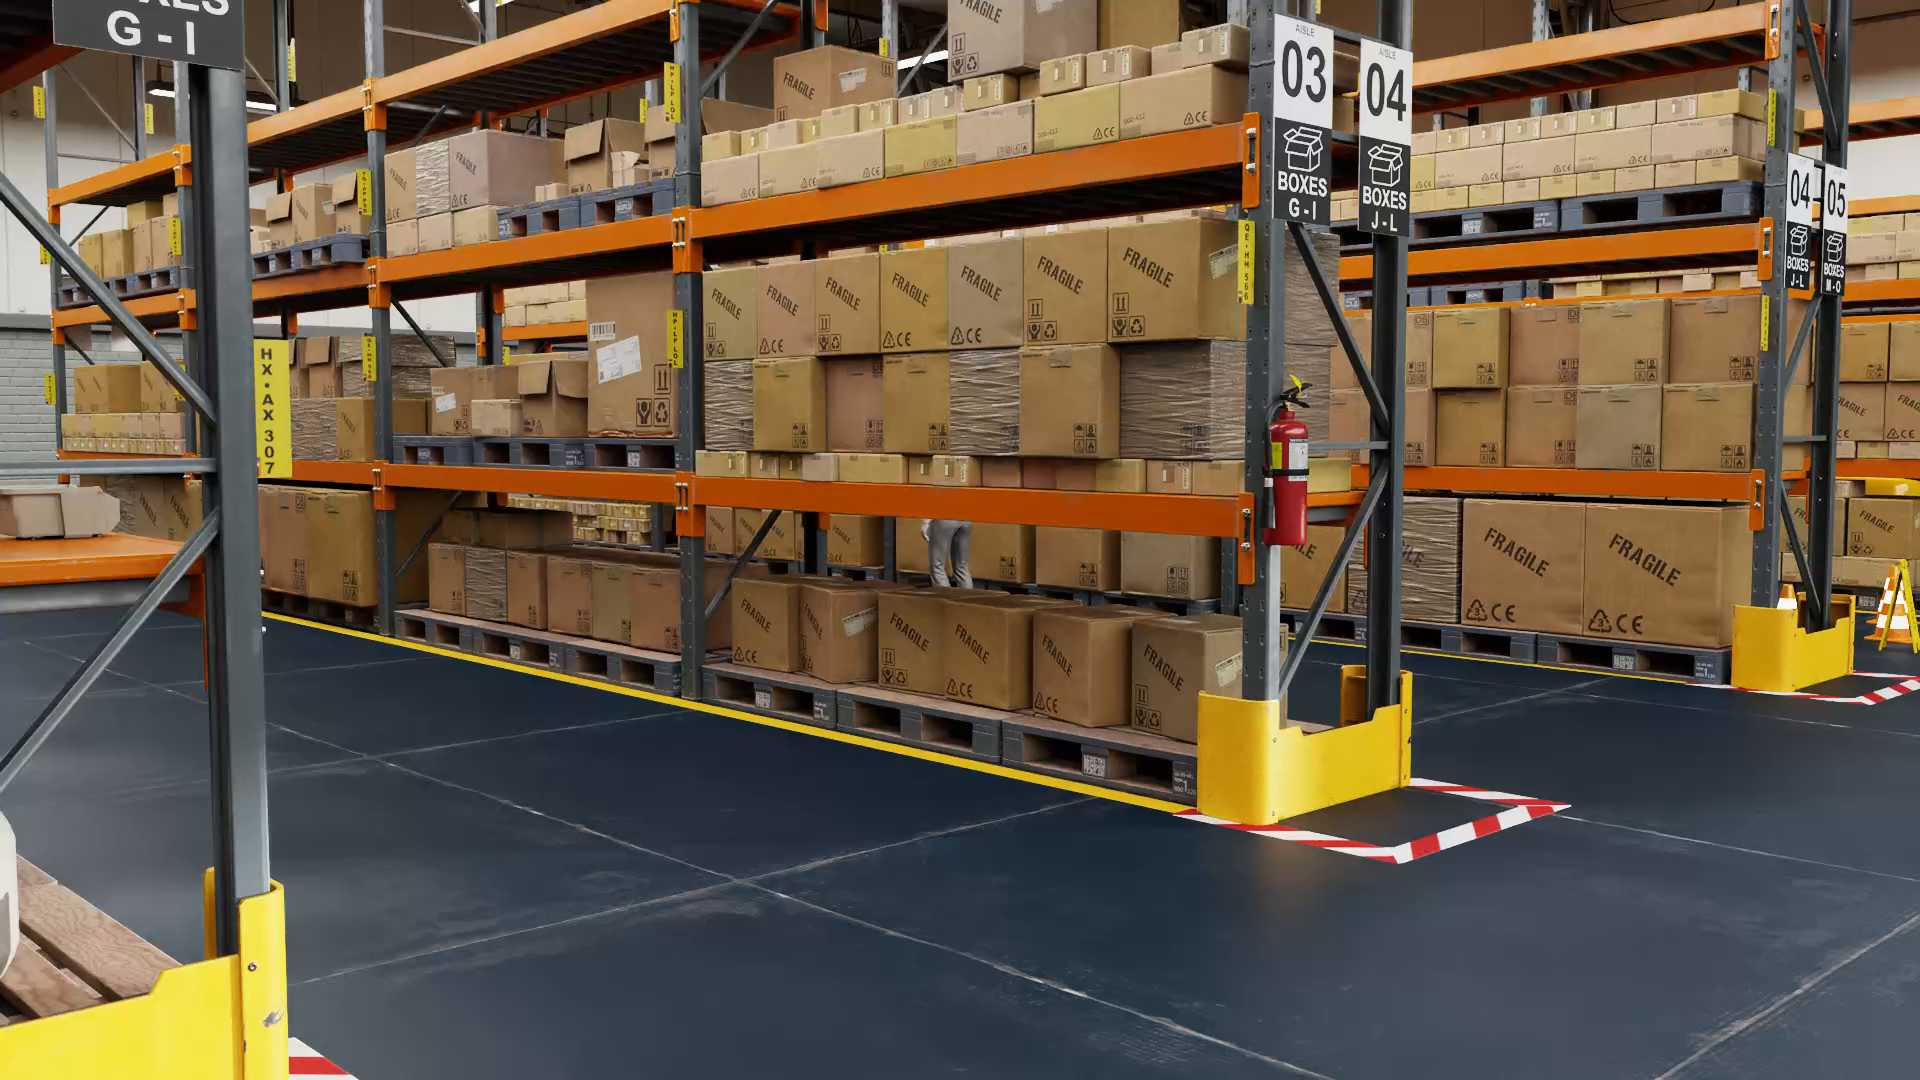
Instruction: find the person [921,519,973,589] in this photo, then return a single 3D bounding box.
[{"bbox_3d":[-0.095,-0.139,12.978,0.377,1.663,0.539,4,6,45],"label":"person"}]
